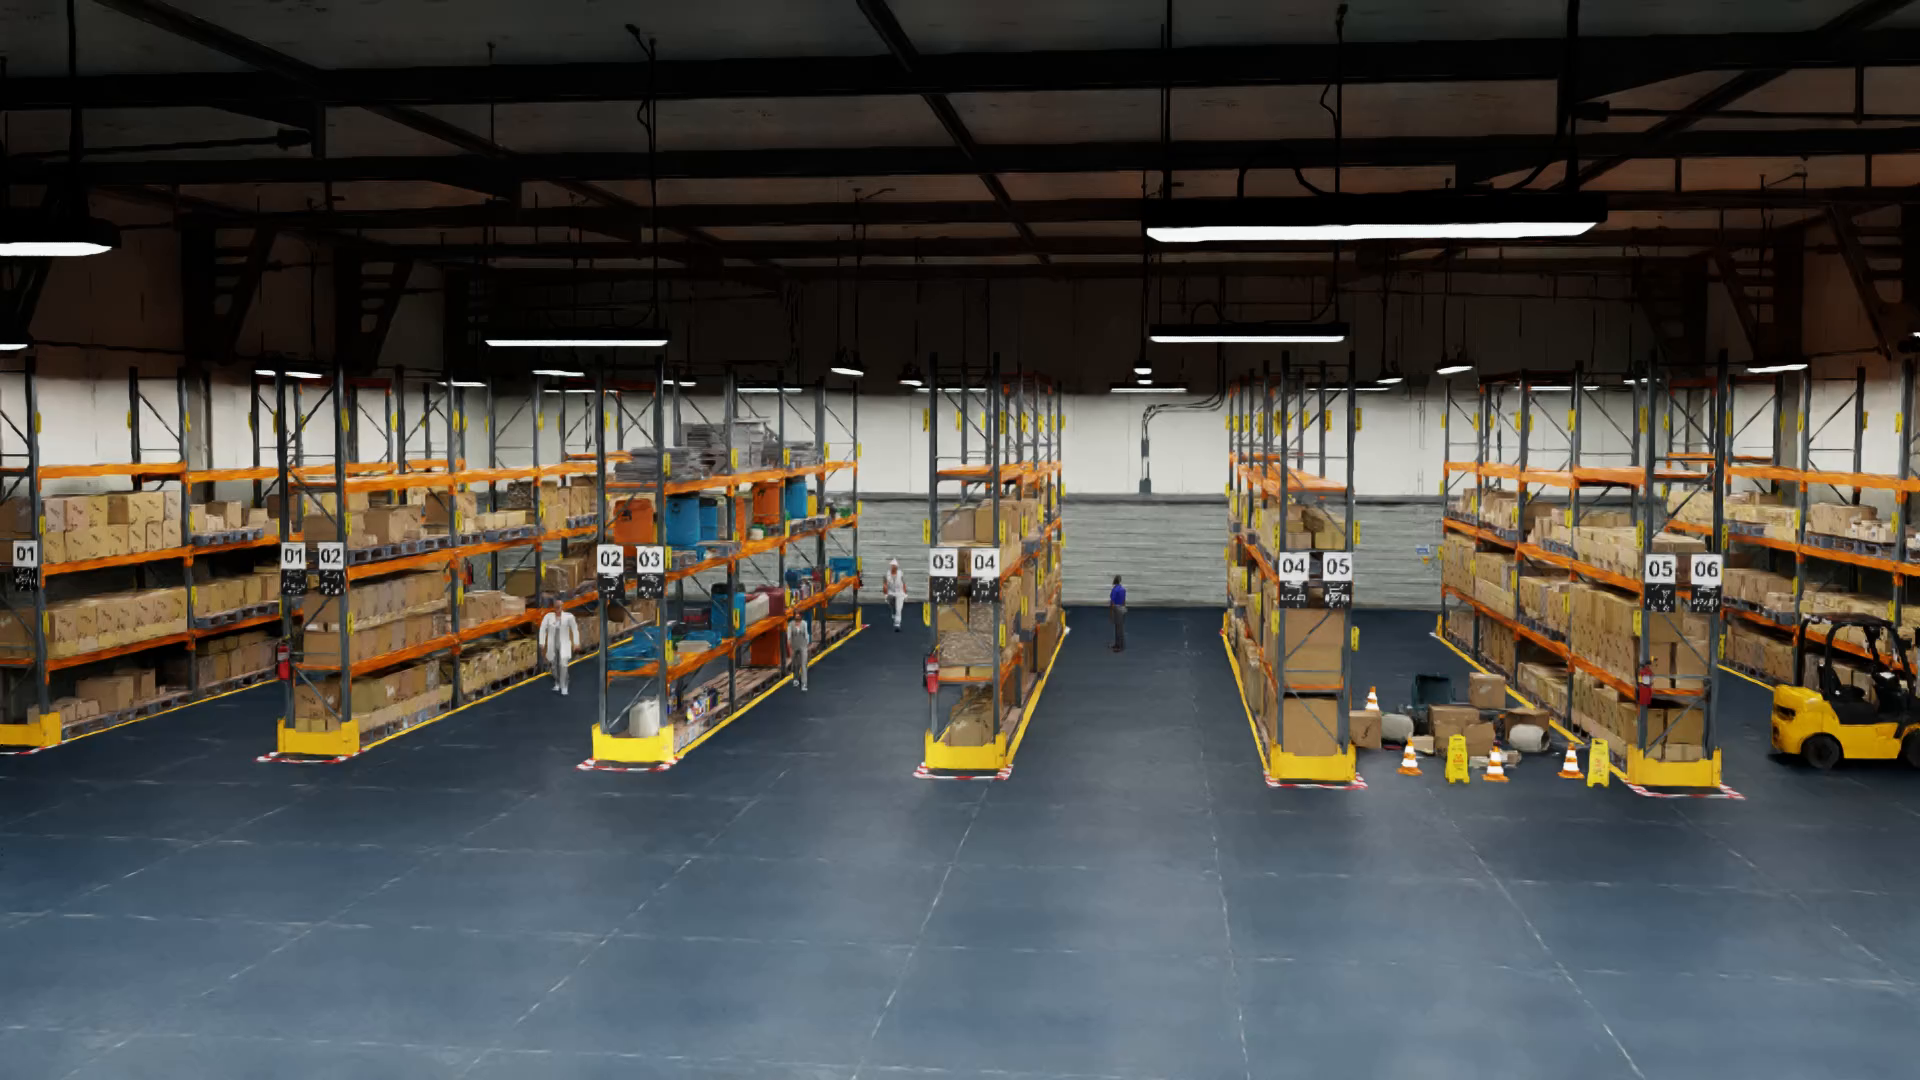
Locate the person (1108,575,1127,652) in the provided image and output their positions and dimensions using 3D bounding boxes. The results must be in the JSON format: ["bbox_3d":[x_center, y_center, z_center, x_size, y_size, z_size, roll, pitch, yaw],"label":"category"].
[{"bbox_3d":[3.437,1.614,36.409,0.551,1.601,0.573,3,5,34],"label":"person"}]

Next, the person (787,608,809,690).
[{"bbox_3d":[-3.036,2.022,31.120,0.402,1.533,0.955,0,4,-1],"label":"person"}]

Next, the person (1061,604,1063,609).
[{"bbox_3d":[2.450,1.180,42.699,0.397,1.589,0.550,-2,5,-26],"label":"person"}]

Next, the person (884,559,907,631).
[{"bbox_3d":[-1.573,1.306,39.991,0.553,1.709,1.123,1,4,9],"label":"person"}]

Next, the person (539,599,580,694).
[{"bbox_3d":[-7.398,2.050,30.832,0.731,1.551,0.770,0,4,-2],"label":"person"}]
